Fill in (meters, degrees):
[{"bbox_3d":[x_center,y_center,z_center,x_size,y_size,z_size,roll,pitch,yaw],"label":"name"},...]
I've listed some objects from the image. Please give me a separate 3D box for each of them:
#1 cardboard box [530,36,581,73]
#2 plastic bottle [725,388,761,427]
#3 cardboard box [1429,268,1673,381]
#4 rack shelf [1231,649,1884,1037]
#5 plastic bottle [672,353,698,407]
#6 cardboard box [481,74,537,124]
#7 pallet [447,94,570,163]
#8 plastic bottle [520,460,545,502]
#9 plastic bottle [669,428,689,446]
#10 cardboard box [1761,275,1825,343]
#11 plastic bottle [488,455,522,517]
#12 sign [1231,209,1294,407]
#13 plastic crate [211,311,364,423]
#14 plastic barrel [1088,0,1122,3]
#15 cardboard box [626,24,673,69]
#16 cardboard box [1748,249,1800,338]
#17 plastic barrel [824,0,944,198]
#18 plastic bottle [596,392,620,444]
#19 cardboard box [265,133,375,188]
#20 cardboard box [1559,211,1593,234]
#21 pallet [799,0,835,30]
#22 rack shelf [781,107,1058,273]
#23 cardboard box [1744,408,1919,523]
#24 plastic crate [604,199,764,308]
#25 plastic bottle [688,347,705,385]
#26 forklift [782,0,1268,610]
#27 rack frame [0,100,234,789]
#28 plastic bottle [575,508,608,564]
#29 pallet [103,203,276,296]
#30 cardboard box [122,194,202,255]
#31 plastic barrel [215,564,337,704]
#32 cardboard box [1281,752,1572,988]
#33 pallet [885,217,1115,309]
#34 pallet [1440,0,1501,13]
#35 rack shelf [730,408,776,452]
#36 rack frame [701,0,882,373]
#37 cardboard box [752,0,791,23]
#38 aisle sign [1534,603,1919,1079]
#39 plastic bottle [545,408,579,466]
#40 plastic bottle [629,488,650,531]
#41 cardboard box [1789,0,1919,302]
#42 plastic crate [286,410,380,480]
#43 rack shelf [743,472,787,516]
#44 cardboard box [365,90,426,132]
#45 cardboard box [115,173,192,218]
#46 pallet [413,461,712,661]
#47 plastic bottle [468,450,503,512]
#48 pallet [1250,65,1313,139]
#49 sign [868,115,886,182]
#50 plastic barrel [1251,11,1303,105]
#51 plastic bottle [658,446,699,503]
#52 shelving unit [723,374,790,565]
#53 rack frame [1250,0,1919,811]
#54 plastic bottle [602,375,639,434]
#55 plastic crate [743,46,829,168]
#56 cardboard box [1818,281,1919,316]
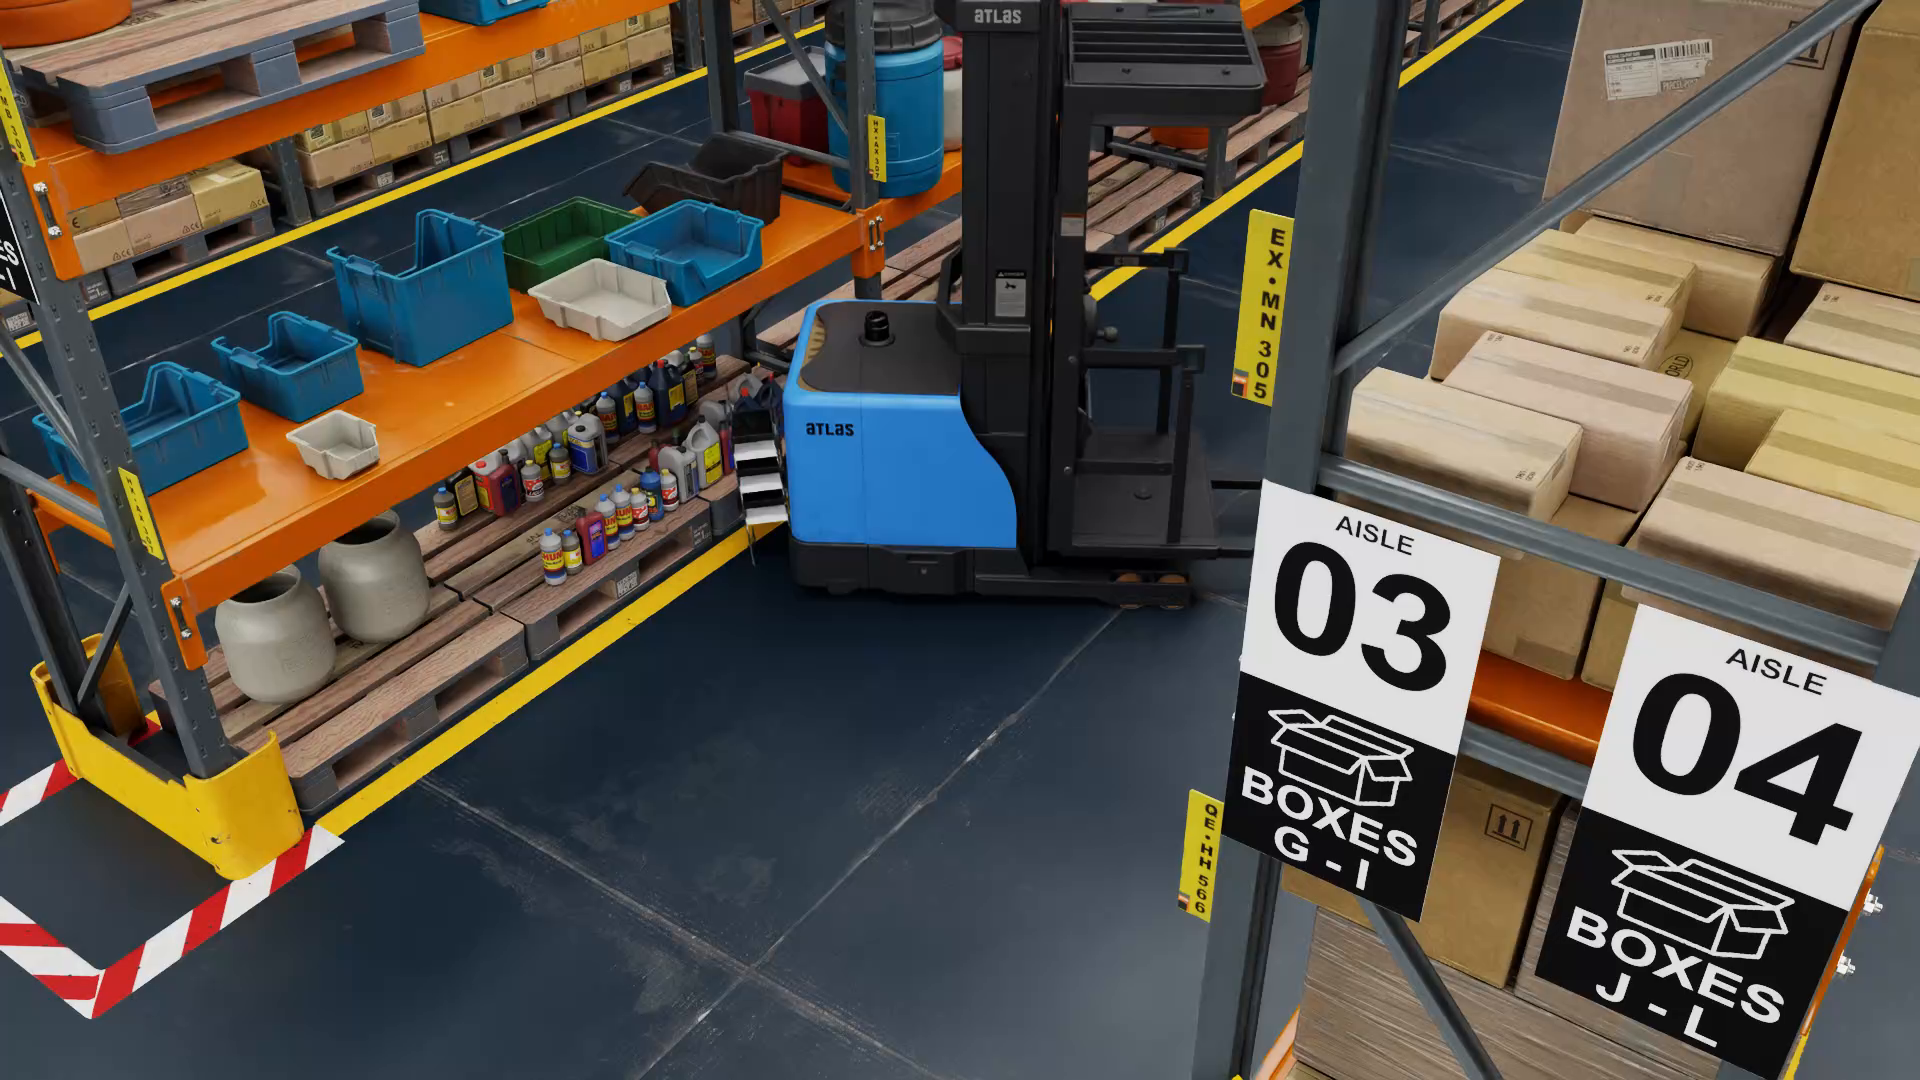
[{"bbox_3d":[-3.317,-3.888,12.901,0.500,0.311,0.500,21,39,28],"label":"cardboard box"},{"bbox_3d":[-1.093,-0.597,8.427,0.144,0.351,0.185,19,39,26],"label":"plastic bottle"},{"bbox_3d":[1.148,-0.382,3.237,0.380,0.149,0.250,19,39,26],"label":"cardboard box"},{"bbox_3d":[2.076,-0.431,4.174,1.077,0.370,4.000,21,39,28],"label":"rack shelf"},{"bbox_3d":[-1.469,-0.848,8.858,0.061,0.283,0.133,21,39,28],"label":"plastic bottle"},{"bbox_3d":[-3.610,-3.422,12.712,0.500,0.250,0.500,22,40,29],"label":"cardboard box"},{"bbox_3d":[-3.837,-3.333,12.990,1.003,0.211,1.213,21,39,28],"label":"pallet"},{"bbox_3d":[-2.088,-0.296,8.115,0.097,0.201,0.097,0,34,0],"label":"plastic bottle"},{"bbox_3d":[-1.376,-0.441,8.257,0.061,0.283,0.133,21,39,28],"label":"plastic bottle"},{"bbox_3d":[1.997,-0.351,3.548,0.500,0.250,0.500,21,39,28],"label":"cardboard box"},{"bbox_3d":[-2.192,-0.263,7.994,0.061,0.283,0.133,21,39,28],"label":"plastic bottle"},{"bbox_3d":[0.491,-0.361,2.639,0.100,0.325,0.005,21,39,28],"label":"sign"},{"bbox_3d":[-2.719,-0.709,6.754,0.499,0.251,0.408,21,39,28],"label":"plastic crate"},{"bbox_3d":[0.777,-3.140,10.116,0.421,0.512,0.421,0,34,0],"label":"plastic barrel"},{"bbox_3d":[-2.739,-4.128,13.756,0.500,0.250,0.500,22,40,29],"label":"cardboard box"},{"bbox_3d":[1.583,-0.513,3.787,0.500,0.250,0.500,22,40,29],"label":"cardboard box"},{"bbox_3d":[-0.384,-2.277,8.492,0.600,0.901,0.708,21,39,28],"label":"plastic barrel"},{"bbox_3d":[-1.815,-0.635,8.554,0.097,0.271,0.097,0,34,0],"label":"plastic bottle"},{"bbox_3d":[-4.486,-2.714,11.665,0.500,0.250,0.500,20,39,27],"label":"cardboard box"},{"bbox_3d":[1.585,-0.735,3.760,0.380,0.149,0.250,19,39,26],"label":"cardboard box"},{"bbox_3d":[-1.486,-5.149,15.675,1.003,0.211,1.213,21,39,28],"label":"pallet"},{"bbox_3d":[0.288,-2.611,10.075,1.077,0.370,4.000,21,39,28],"label":"rack shelf"},{"bbox_3d":[1.510,-0.052,2.750,0.380,0.149,0.250,22,40,29],"label":"cardboard box"},{"bbox_3d":[-1.261,-1.331,7.673,0.499,0.251,0.616,21,39,28],"label":"plastic crate"},{"bbox_3d":[-1.452,-0.958,9.094,0.097,0.201,0.097,0,34,0],"label":"plastic bottle"},{"bbox_3d":[0.735,-1.193,7.397,3.031,2.935,1.130,2,34,2],"label":"forklift"},{"bbox_3d":[-3.133,-0.148,5.791,1.000,3.000,0.127,21,39,28],"label":"rack frame"},{"bbox_3d":[-1.700,-0.038,7.660,0.061,0.283,0.133,22,40,29],"label":"plastic bottle"},{"bbox_3d":[-5.408,-2.065,11.115,1.003,0.211,1.213,21,39,28],"label":"pallet"},{"bbox_3d":[-5.298,-2.097,10.753,0.500,0.250,0.500,21,39,28],"label":"cardboard box"},{"bbox_3d":[-2.821,0.382,6.854,0.421,0.512,0.421,0,34,0],"label":"plastic barrel"},{"bbox_3d":[1.046,0.523,3.551,0.500,0.500,0.500,21,39,28],"label":"cardboard box"},{"bbox_3d":[0.258,-1.771,10.680,1.003,0.211,1.213,21,39,28],"label":"pallet"},{"bbox_3d":[4.791,-5.430,16.090,1.003,0.211,1.213,21,39,28],"label":"pallet"},{"bbox_3d":[-0.966,-0.519,7.780,0.200,0.077,0.258,-7,34,-1],"label":"rack shelf"},{"bbox_3d":[-0.853,-1.988,8.513,1.000,3.000,0.127,21,39,28],"label":"rack frame"},{"bbox_3d":[-1.851,-4.921,14.688,0.500,0.500,0.500,20,39,27],"label":"cardboard box"},{"bbox_3d":[1.147,0.482,2.539,0.394,0.787,0.004,21,39,28],"label":"aisle sign"},{"bbox_3d":[-2.004,-0.552,8.361,0.144,0.351,0.185,21,39,28],"label":"plastic bottle"},{"bbox_3d":[-1.535,-0.155,7.907,0.097,0.201,0.097,0,34,0],"label":"plastic bottle"},{"bbox_3d":[2.004,-0.777,3.242,0.500,0.500,0.500,21,39,28],"label":"cardboard box"},{"bbox_3d":[-2.359,-0.348,6.322,0.298,0.136,0.250,21,39,28],"label":"plastic crate"},{"bbox_3d":[-0.936,-0.224,7.984,0.200,0.077,0.258,-7,34,-1],"label":"rack shelf"},{"bbox_3d":[-4.190,-3.179,11.852,0.500,0.311,0.500,21,39,28],"label":"cardboard box"},{"bbox_3d":[-5.299,-2.408,10.544,0.500,0.500,0.500,21,39,28],"label":"cardboard box"},{"bbox_3d":[-1.965,0.026,8.023,1.003,0.211,1.213,21,39,28],"label":"pallet"},{"bbox_3d":[-2.280,-0.294,8.046,0.152,0.276,0.135,22,40,29],"label":"plastic bottle"},{"bbox_3d":[2.540,-3.609,13.399,1.003,0.211,1.213,21,39,28],"label":"pallet"},{"bbox_3d":[-0.407,-1.922,8.168,0.100,0.325,0.005,21,39,28],"label":"sign"},{"bbox_3d":[2.337,-3.755,12.902,0.600,0.588,0.708,21,39,28],"label":"plastic barrel"},{"bbox_3d":[-1.373,-0.344,8.119,0.152,0.276,0.135,22,40,29],"label":"plastic bottle"},{"bbox_3d":[-0.946,-0.325,7.914,0.210,0.900,0.258,-7,34,-1],"label":"shelving unit"},{"bbox_3d":[0.935,-1.051,1.771,1.000,3.000,0.127,21,39,28],"label":"rack frame"},{"bbox_3d":[-1.761,-0.748,8.650,0.144,0.351,0.185,20,39,26],"label":"plastic bottle"},{"bbox_3d":[-0.828,-2.336,8.969,0.402,0.464,0.583,21,39,28],"label":"plastic crate"},{"bbox_3d":[1.908,-0.421,3.295,0.380,0.149,0.250,21,39,28],"label":"cardboard box"}]
